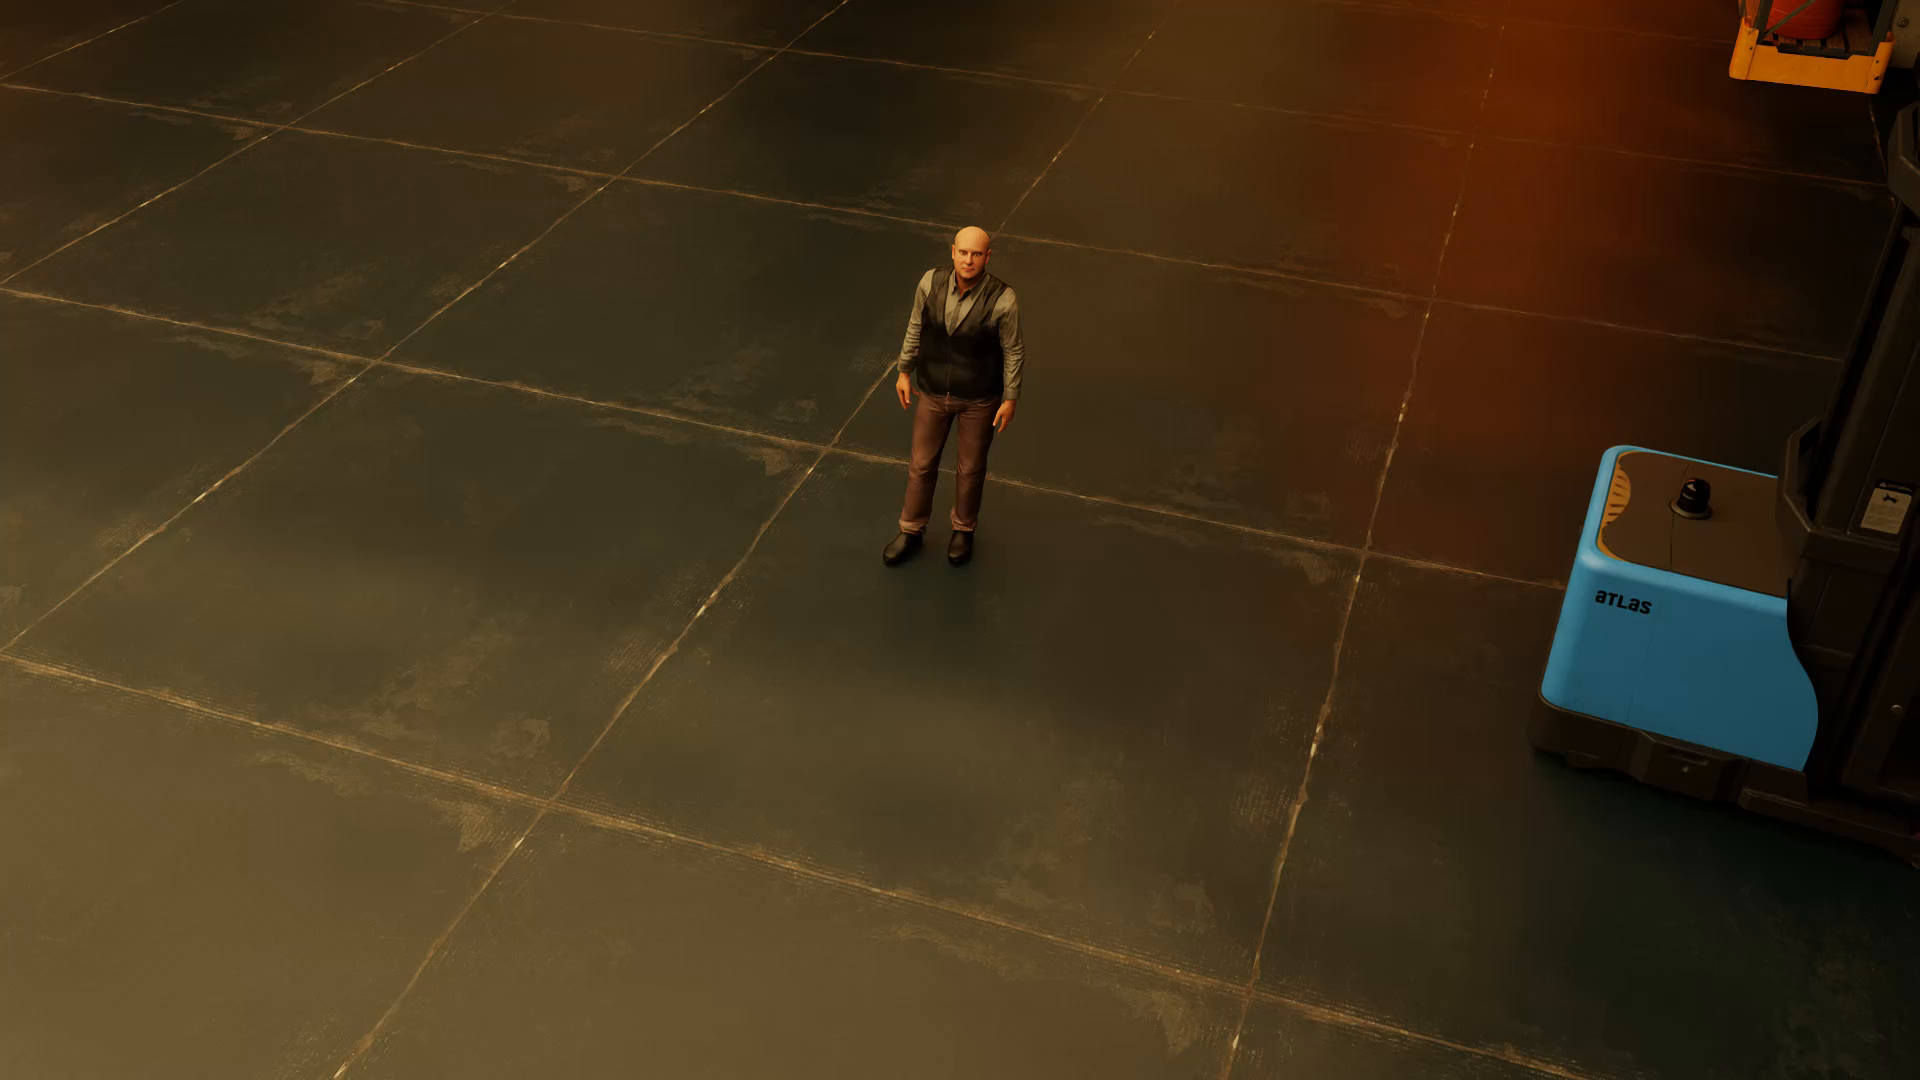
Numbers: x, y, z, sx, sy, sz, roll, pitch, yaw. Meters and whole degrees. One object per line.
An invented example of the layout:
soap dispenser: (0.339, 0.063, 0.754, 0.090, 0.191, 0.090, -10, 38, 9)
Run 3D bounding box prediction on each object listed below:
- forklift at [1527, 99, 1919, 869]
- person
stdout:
forklift: (4.055, -0.156, 6.331, 3.031, 2.935, 1.130, 15, 38, 20)
person: (-0.030, -0.641, 8.112, 0.633, 1.650, 0.551, 12, 37, 16)
